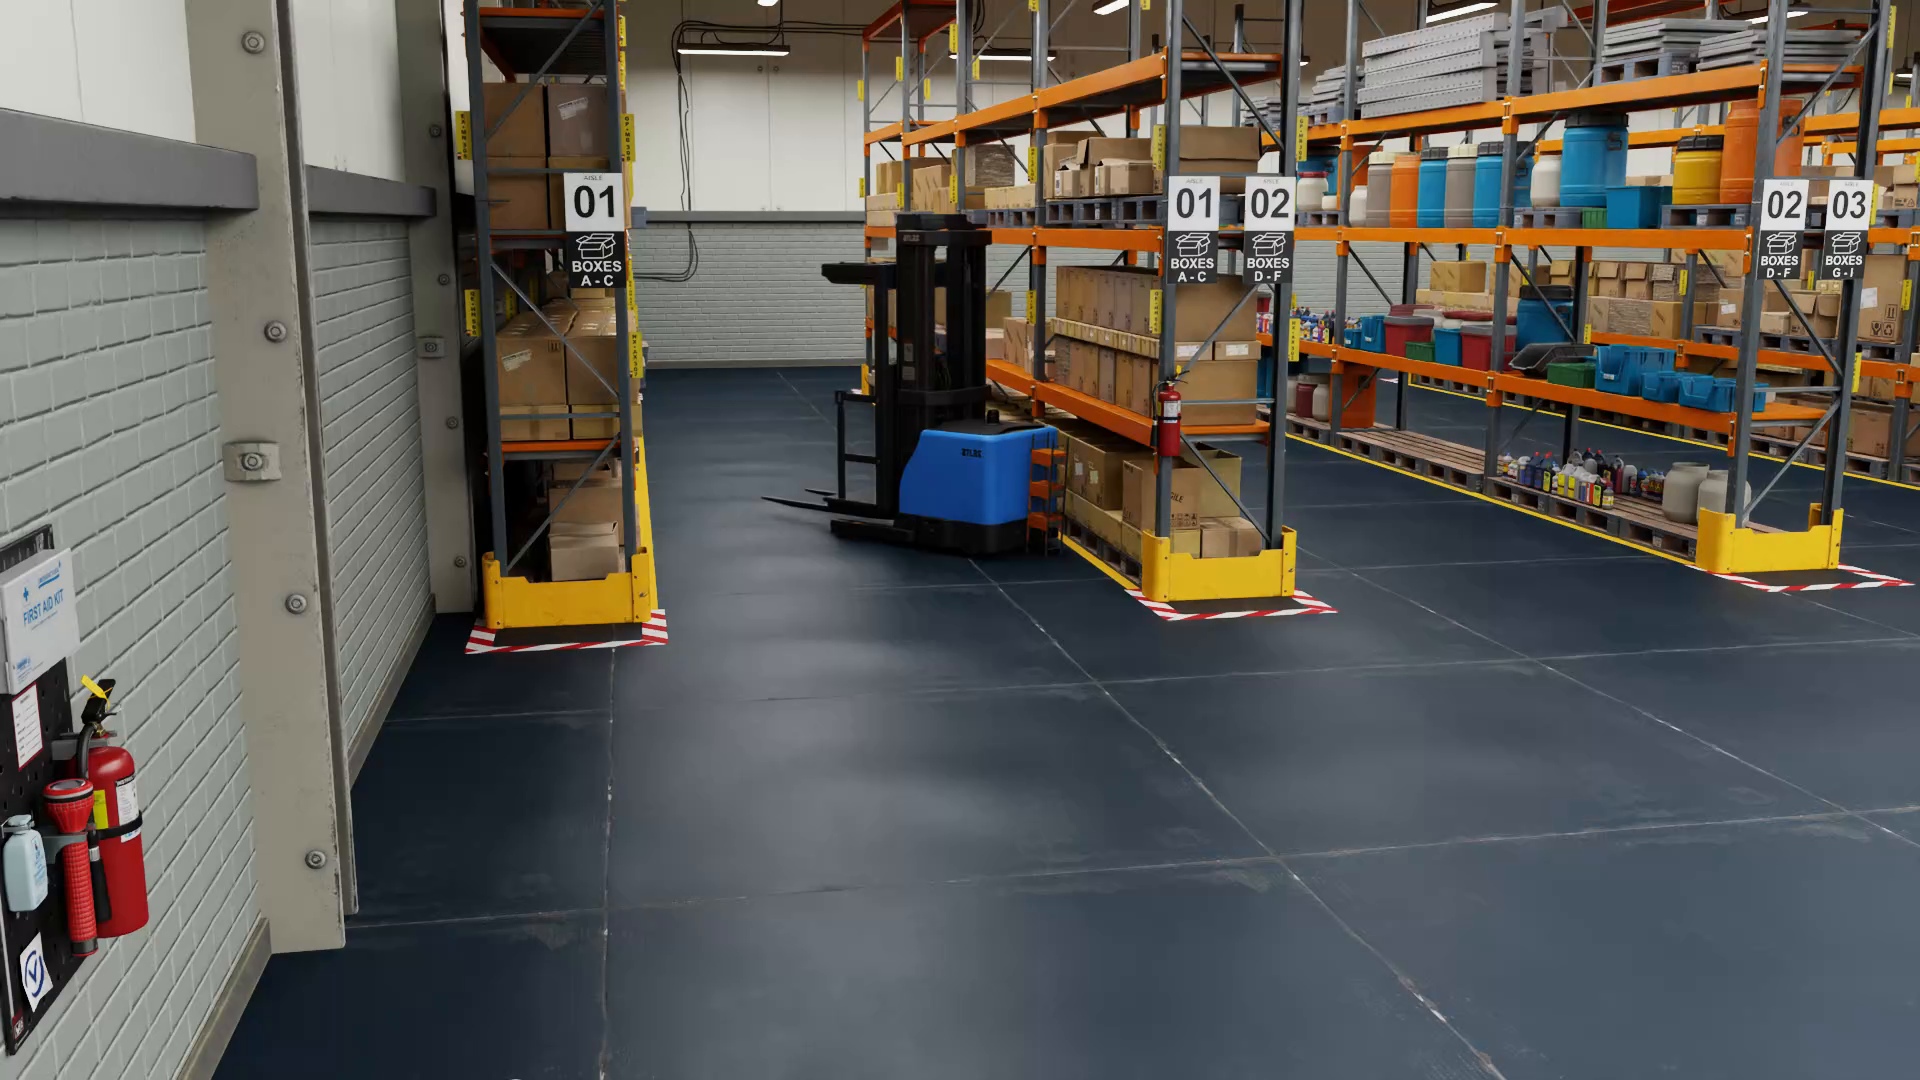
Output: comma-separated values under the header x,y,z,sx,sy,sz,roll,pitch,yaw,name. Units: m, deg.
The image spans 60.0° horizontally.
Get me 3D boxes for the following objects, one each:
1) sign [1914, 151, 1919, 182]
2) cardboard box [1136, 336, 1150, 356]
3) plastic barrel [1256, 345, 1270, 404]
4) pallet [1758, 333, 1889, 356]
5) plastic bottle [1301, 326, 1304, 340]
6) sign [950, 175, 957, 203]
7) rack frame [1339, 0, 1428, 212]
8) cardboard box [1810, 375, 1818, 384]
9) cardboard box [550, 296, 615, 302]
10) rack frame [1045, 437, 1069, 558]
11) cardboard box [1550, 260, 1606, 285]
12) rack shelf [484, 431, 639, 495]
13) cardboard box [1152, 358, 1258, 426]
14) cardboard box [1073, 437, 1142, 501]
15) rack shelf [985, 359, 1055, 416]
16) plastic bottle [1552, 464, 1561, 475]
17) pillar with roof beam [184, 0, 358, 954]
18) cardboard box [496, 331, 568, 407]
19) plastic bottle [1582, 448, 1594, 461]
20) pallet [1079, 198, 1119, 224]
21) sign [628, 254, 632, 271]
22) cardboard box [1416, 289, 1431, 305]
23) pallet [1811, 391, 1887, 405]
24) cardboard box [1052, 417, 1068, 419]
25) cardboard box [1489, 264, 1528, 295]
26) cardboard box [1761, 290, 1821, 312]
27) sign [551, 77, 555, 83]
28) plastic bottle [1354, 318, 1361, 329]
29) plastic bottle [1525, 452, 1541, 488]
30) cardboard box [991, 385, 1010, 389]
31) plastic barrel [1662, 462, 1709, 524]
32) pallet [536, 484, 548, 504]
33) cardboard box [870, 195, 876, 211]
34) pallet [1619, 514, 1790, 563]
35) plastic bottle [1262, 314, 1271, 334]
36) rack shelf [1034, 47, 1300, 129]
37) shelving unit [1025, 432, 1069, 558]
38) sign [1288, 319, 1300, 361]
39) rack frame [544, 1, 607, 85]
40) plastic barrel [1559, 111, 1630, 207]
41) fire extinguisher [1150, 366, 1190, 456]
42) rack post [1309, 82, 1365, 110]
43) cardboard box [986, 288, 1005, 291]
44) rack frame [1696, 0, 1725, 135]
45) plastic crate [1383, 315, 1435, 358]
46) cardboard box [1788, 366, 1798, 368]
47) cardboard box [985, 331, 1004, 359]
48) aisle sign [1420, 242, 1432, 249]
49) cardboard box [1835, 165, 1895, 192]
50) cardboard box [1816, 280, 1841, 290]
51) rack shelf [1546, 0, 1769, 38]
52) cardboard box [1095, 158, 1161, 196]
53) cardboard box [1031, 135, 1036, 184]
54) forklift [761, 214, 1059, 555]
x,y,z,sx,sy,sz,roll,pitch,yaw,name
10.411,-4.048,18.036,0.100,0.325,0.005,-2,11,-11,sign
1.652,-1.580,13.528,0.380,0.149,0.250,-2,11,-12,cardboard box
4.630,-2.510,24.903,0.600,0.901,0.708,-2,11,-11,plastic barrel
10.602,-2.425,20.484,1.003,0.211,1.213,-2,11,-11,pallet
4.677,-2.816,22.552,0.097,0.201,0.097,0,11,0,plastic bottle
-0.074,-4.230,20.046,0.100,0.325,0.005,-2,11,-11,sign
5.318,-5.648,20.858,1.000,3.000,0.127,-2,11,-11,rack frame
14.476,-2.710,27.966,0.380,0.149,0.250,-2,11,-9,cardboard box
-4.298,-2.520,19.025,0.700,0.500,0.500,-3,11,-18,cardboard box
0.840,-0.368,14.379,0.200,1.050,0.008,-9,18,-41,rack frame
9.531,-4.040,25.503,0.797,0.503,0.637,-2,11,-12,cardboard box
-3.232,-0.887,13.812,1.077,0.370,4.000,-2,11,-11,rack shelf
1.937,-1.190,13.210,0.700,0.500,0.500,-2,11,-11,cardboard box
1.314,-0.640,14.818,0.500,0.500,0.500,-2,11,-11,cardboard box
0.848,-1.801,18.616,1.077,0.370,4.000,-2,11,-11,rack shelf
5.948,-0.620,16.605,0.097,0.271,0.097,0,11,0,plastic bottle
1.562,-2.974,6.807,9.100,9.000,0.400,-2,11,-11,pillar with roof beam
-3.144,-1.257,12.173,0.500,0.500,0.500,-2,11,-12,cardboard box
6.504,-0.775,17.206,0.144,0.351,0.185,-2,11,-13,plastic bottle
1.662,-2.839,14.360,1.003,0.211,1.213,-2,11,-11,pallet
-5.420,-4.510,27.195,0.100,0.325,0.005,-2,11,-11,sign
8.449,-4.323,29.546,0.500,0.250,0.500,-2,11,-13,cardboard box
14.437,-2.264,26.581,1.003,0.211,1.213,-2,11,-11,pallet
1.207,-1.191,18.215,0.500,0.311,0.500,-2,11,-13,cardboard box
8.954,-4.222,27.011,0.500,0.500,0.500,-2,11,-10,cardboard box
10.528,-2.940,21.285,0.700,0.500,0.500,0,11,-3,cardboard box
-6.501,-7.273,26.472,0.100,0.325,0.005,-2,11,-11,sign
5.435,-2.888,22.715,0.061,0.283,0.133,-2,11,-11,plastic bottle
5.846,-0.719,16.914,0.144,0.351,0.185,-2,11,-9,plastic bottle
0.451,-1.792,22.150,0.500,0.500,0.500,-2,11,-12,cardboard box
6.574,-0.428,15.006,0.421,0.512,0.421,0,11,0,plastic barrel
-3.774,-0.380,16.682,1.003,0.211,1.213,-2,11,-11,pallet
-1.162,-5.439,26.844,0.500,0.250,0.500,-2,11,-11,cardboard box
6.661,-0.025,14.819,1.003,0.211,1.213,-2,11,-11,pallet
4.437,-3.105,23.874,0.152,0.276,0.135,-2,11,-11,plastic bottle
1.626,-3.818,14.238,1.077,0.370,4.000,-2,11,-11,rack shelf
0.759,-0.393,14.467,0.215,1.050,0.252,-9,18,-41,shelving unit
2.560,-1.538,12.779,0.100,0.325,0.005,-2,11,-11,sign
-5.177,-6.022,22.820,1.000,3.000,0.127,-2,11,-11,rack frame
6.185,-3.707,16.219,0.600,0.901,0.708,-2,11,-11,plastic barrel
1.582,-0.978,12.572,0.296,0.674,0.183,-2,11,-11,fire extinguisher
5.137,-5.742,21.555,0.954,0.300,0.937,-2,11,-11,rack post
0.235,-3.063,21.931,0.700,0.500,0.500,0,11,0,cardboard box
10.177,-5.828,21.804,1.000,3.000,0.127,-2,11,-11,rack frame
5.333,-2.425,19.797,0.402,0.464,0.583,-2,11,-11,plastic crate
13.959,-2.931,27.535,0.380,0.149,0.250,-2,11,-9,cardboard box
0.443,-2.307,19.586,0.500,0.311,0.500,-2,11,-12,cardboard box
8.313,-5.628,29.843,0.394,0.787,0.004,-2,11,-11,aisle sign
10.776,-4.141,19.561,0.797,0.503,0.637,-2,11,-9,cardboard box
13.909,-4.063,26.531,0.380,0.149,0.250,-2,11,-8,cardboard box
9.788,-7.474,23.488,1.077,0.370,4.000,-2,11,-11,rack shelf
1.424,-3.063,14.038,0.500,0.311,0.500,-1,11,-4,cardboard box
1.022,-3.981,17.392,0.500,0.500,0.500,-1,11,-6,cardboard box
-0.571,-1.509,15.337,3.031,2.935,1.130,9,14,38,forklift
